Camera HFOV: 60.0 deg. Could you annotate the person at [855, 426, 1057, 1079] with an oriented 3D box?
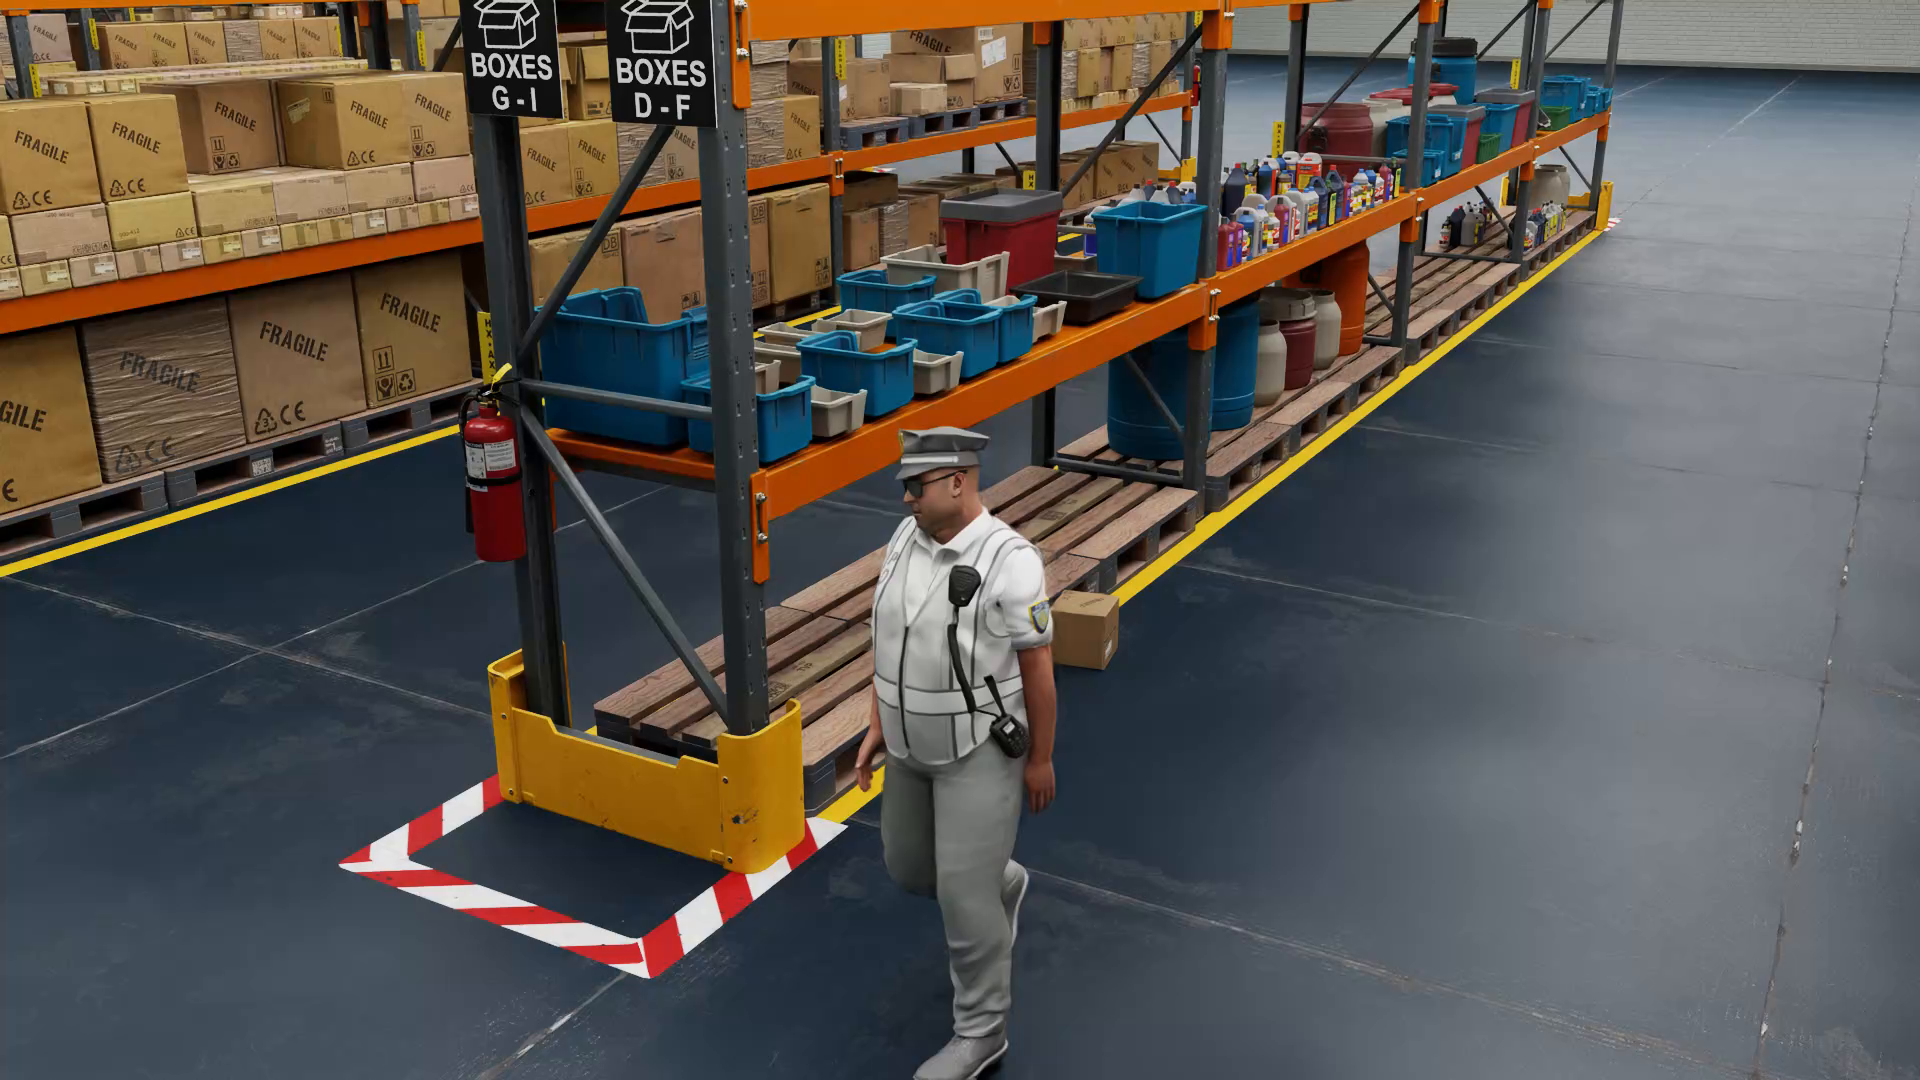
[{"bbox_3d":[0.003,0.529,4.525,0.563,1.713,0.774,17,26,41],"label":"person"}]
